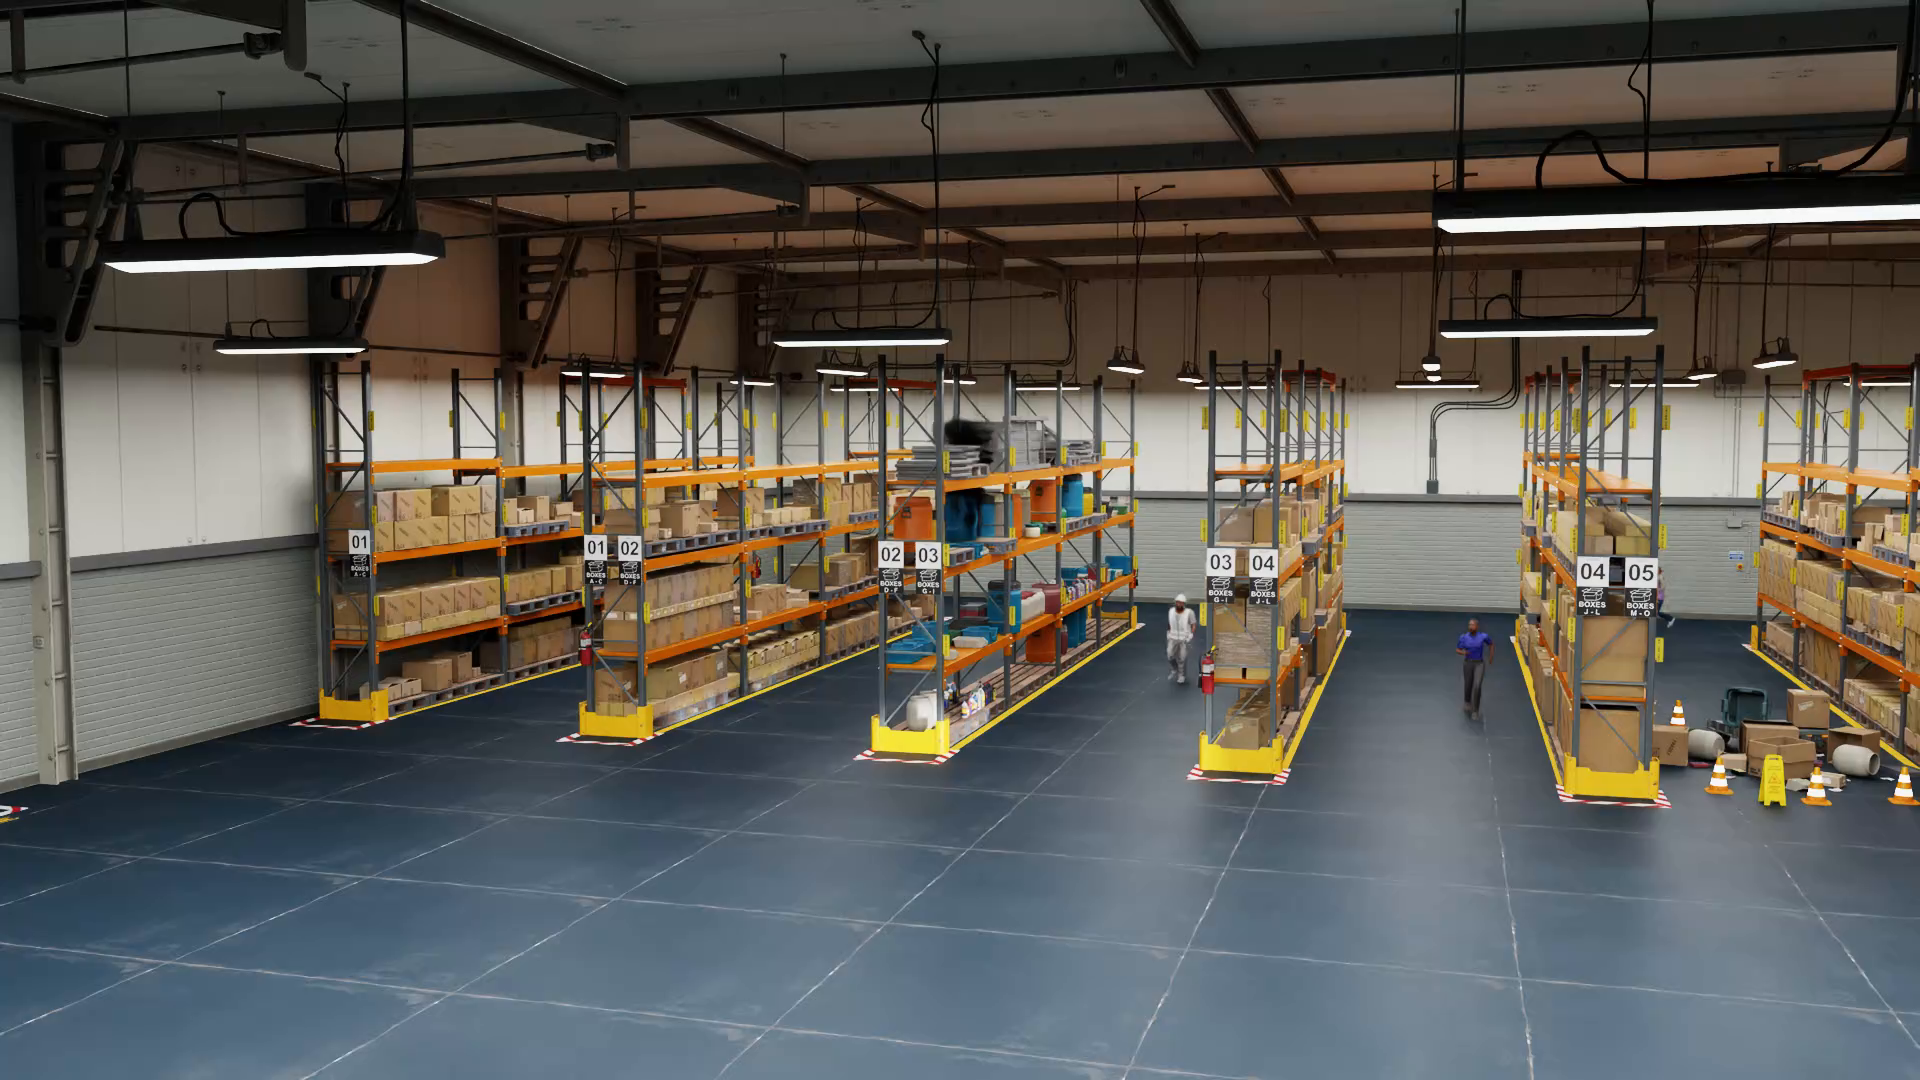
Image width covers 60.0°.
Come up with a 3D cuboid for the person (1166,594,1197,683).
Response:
[{"bbox_3d":[4.162,1.877,31.477,0.680,1.729,0.800,2,4,20],"label":"person"}]

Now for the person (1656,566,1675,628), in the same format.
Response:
[{"bbox_3d":[16.584,1.396,39.444,0.725,1.568,0.540,0,4,-5],"label":"person"}]

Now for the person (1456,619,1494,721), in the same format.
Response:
[{"bbox_3d":[8.715,2.171,28.158,0.596,1.699,0.895,2,4,23],"label":"person"}]
